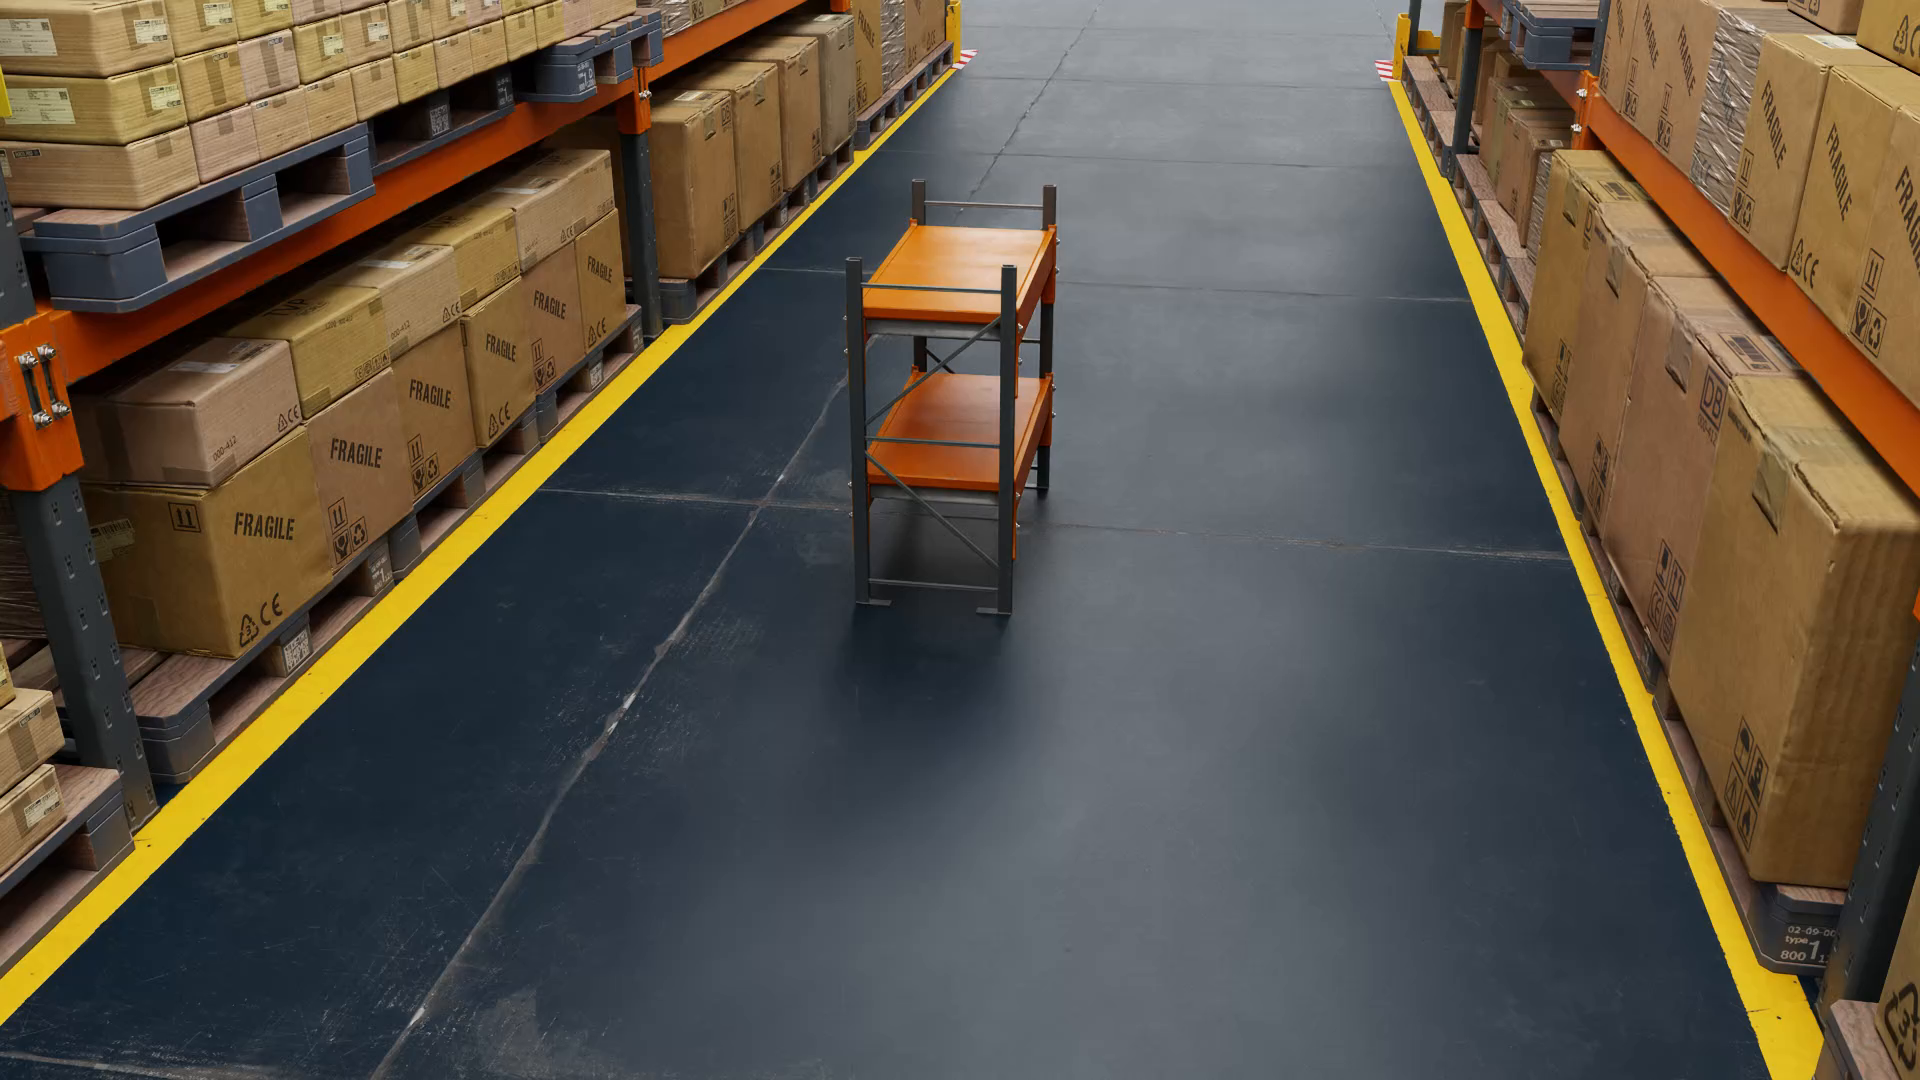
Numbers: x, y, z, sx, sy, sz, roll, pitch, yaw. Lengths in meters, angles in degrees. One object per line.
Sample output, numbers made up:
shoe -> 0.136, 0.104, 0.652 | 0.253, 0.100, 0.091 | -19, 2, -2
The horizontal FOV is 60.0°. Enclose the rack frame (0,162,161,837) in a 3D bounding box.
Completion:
rack frame -> -2.553, -0.671, 3.646 | 1.000, 3.000, 0.127 | 4, 25, 9

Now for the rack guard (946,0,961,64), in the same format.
rack guard -> -0.588, -4.568, 14.920 | 1.175, 0.500, 0.348 | 4, 25, 9

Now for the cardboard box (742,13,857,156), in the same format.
cardboard box -> -1.259, -2.923, 10.614 | 1.050, 0.750, 0.750 | 4, 25, 8

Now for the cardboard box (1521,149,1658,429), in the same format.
cardboard box -> 2.844, -0.899, 6.144 | 1.225, 0.875, 0.875 | 3, 25, 6

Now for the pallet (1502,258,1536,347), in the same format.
pallet -> 3.106, -1.022, 7.685 | 1.003, 0.211, 1.213 | 4, 25, 9

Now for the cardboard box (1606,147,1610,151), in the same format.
cardboard box -> 3.057, -1.648, 7.277 | 0.500, 0.250, 0.500 | 5, 26, 11

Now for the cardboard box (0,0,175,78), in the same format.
cardboard box -> -2.035, -1.150, 3.768 | 0.380, 0.149, 0.250 | 5, 26, 11

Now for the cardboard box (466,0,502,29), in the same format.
cardboard box -> -1.740, -1.778, 5.460 | 0.380, 0.149, 0.250 | 5, 25, 10

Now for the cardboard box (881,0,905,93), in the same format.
cardboard box -> -0.930, -3.881, 12.513 | 0.875, 0.875, 0.875 | 4, 25, 9

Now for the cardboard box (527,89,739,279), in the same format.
cardboard box -> -1.711, -1.764, 8.139 | 1.050, 0.750, 0.750 | 4, 25, 8

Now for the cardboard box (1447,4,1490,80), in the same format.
cardboard box -> 4.102, -3.850, 12.890 | 0.500, 0.500, 0.500 | 11, 27, 22

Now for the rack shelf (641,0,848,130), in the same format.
rack shelf -> -1.573, -2.855, 9.160 | 1.077, 0.370, 4.000 | 4, 25, 9

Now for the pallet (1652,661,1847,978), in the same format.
pallet -> 2.375, 0.649, 4.113 | 1.003, 0.211, 1.213 | 4, 25, 9

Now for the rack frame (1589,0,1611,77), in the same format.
rack frame -> 2.977, -1.958, 6.396 | 1.000, 3.000, 0.127 | 4, 25, 9

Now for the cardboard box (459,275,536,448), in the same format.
cardboard box -> -1.908, -0.670, 6.096 | 0.500, 0.500, 0.500 | 3, 25, 6

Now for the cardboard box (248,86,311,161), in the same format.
cardboard box -> -1.951, -1.101, 4.366 | 0.380, 0.149, 0.250 | 4, 25, 9

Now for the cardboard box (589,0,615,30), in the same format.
cardboard box -> -1.569, -2.079, 6.454 | 0.380, 0.149, 0.250 | 4, 25, 8

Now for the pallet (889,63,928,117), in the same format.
pallet -> -0.847, -3.579, 13.147 | 1.003, 0.211, 1.213 | 4, 25, 9

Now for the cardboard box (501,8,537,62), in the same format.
cardboard box -> -1.697, -1.755, 5.761 | 0.380, 0.149, 0.250 | 3, 25, 6

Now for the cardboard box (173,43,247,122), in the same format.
cardboard box -> -1.995, -1.124, 4.063 | 0.380, 0.149, 0.250 | 4, 25, 7

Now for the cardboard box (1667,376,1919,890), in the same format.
cardboard box -> 2.408, 0.218, 3.758 | 1.225, 0.875, 0.875 | 4, 25, 9

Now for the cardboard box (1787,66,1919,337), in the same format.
cardboard box -> 2.218, -0.752, 3.700 | 0.500, 0.500, 0.500 | 5, 26, 10

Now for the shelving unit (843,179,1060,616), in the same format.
shelving unit -> -0.001, -0.507, 5.506 | 0.538, 1.125, 1.048 | 4, 25, 9

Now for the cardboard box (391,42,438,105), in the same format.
cardboard box -> -1.827, -1.427, 5.062 | 0.380, 0.149, 0.250 | 4, 25, 8

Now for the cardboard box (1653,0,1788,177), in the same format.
cardboard box -> 2.467, -1.389, 5.061 | 0.500, 0.500, 0.500 | 4, 25, 8

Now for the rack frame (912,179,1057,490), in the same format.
rack frame -> 0.082, -0.719, 5.960 | 0.500, 1.125, 0.032 | 4, 25, 9

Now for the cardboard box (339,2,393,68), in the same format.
cardboard box -> -1.869, -1.454, 4.767 | 0.380, 0.149, 0.250 | 5, 26, 11

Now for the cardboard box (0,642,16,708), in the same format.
cardboard box -> -2.355, 0.327, 3.679 | 0.380, 0.149, 0.250 | 5, 25, 10

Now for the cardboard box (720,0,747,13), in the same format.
cardboard box -> -1.397, -2.982, 8.465 | 0.500, 0.500, 0.500 | 4, 25, 8

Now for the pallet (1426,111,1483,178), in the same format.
pallet -> 3.706, -2.652, 11.166 | 1.003, 0.211, 1.213 | 4, 25, 9

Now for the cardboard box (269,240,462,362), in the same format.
cardboard box -> -2.000, -0.796, 5.480 | 0.500, 0.250, 0.500 | 5, 26, 11

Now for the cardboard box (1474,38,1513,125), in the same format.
cardboard box -> 3.822, -3.094, 11.275 | 0.500, 0.500, 0.500 | 13, 28, 25

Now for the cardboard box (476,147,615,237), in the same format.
cardboard box -> -1.753, -1.438, 6.852 | 0.500, 0.250, 0.500 | 3, 25, 7

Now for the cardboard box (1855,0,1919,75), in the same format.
cardboard box -> 2.543, -1.339, 3.771 | 0.797, 0.503, 0.637 | 4, 25, 9

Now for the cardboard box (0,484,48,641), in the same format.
cardboard box -> -2.681, -0.057, 4.786 | 0.500, 0.500, 0.500 | 4, 25, 8

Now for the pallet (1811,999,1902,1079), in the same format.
pallet -> 2.122, 1.290, 2.745 | 1.003, 0.211, 1.213 | 4, 25, 9

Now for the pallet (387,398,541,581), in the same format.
pallet -> -2.230, -0.246, 6.026 | 1.003, 0.211, 1.213 | 4, 25, 9

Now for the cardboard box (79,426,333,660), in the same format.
cardboard box -> -2.171, -0.020, 4.708 | 0.500, 0.500, 0.500 | 5, 26, 11

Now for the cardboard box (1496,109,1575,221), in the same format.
cardboard box -> 3.322, -2.011, 8.938 | 0.700, 0.500, 0.500 | 2, 25, 4

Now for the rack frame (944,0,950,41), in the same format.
rack frame -> -0.592, -5.690, 14.368 | 1.000, 3.000, 0.127 | 4, 25, 9

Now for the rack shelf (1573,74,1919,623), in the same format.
rack shelf -> 2.650, -0.796, 4.761 | 1.077, 0.370, 4.000 | 4, 25, 9

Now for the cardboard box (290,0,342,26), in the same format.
cardboard box -> -1.908, -1.478, 4.470 | 0.380, 0.149, 0.250 | 4, 25, 8

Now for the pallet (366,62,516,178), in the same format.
pallet -> -2.183, -1.427, 5.486 | 1.003, 0.211, 1.213 | 4, 25, 9

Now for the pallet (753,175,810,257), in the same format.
pallet -> -1.495, -1.915, 9.592 | 1.003, 0.211, 1.213 | 4, 25, 9
